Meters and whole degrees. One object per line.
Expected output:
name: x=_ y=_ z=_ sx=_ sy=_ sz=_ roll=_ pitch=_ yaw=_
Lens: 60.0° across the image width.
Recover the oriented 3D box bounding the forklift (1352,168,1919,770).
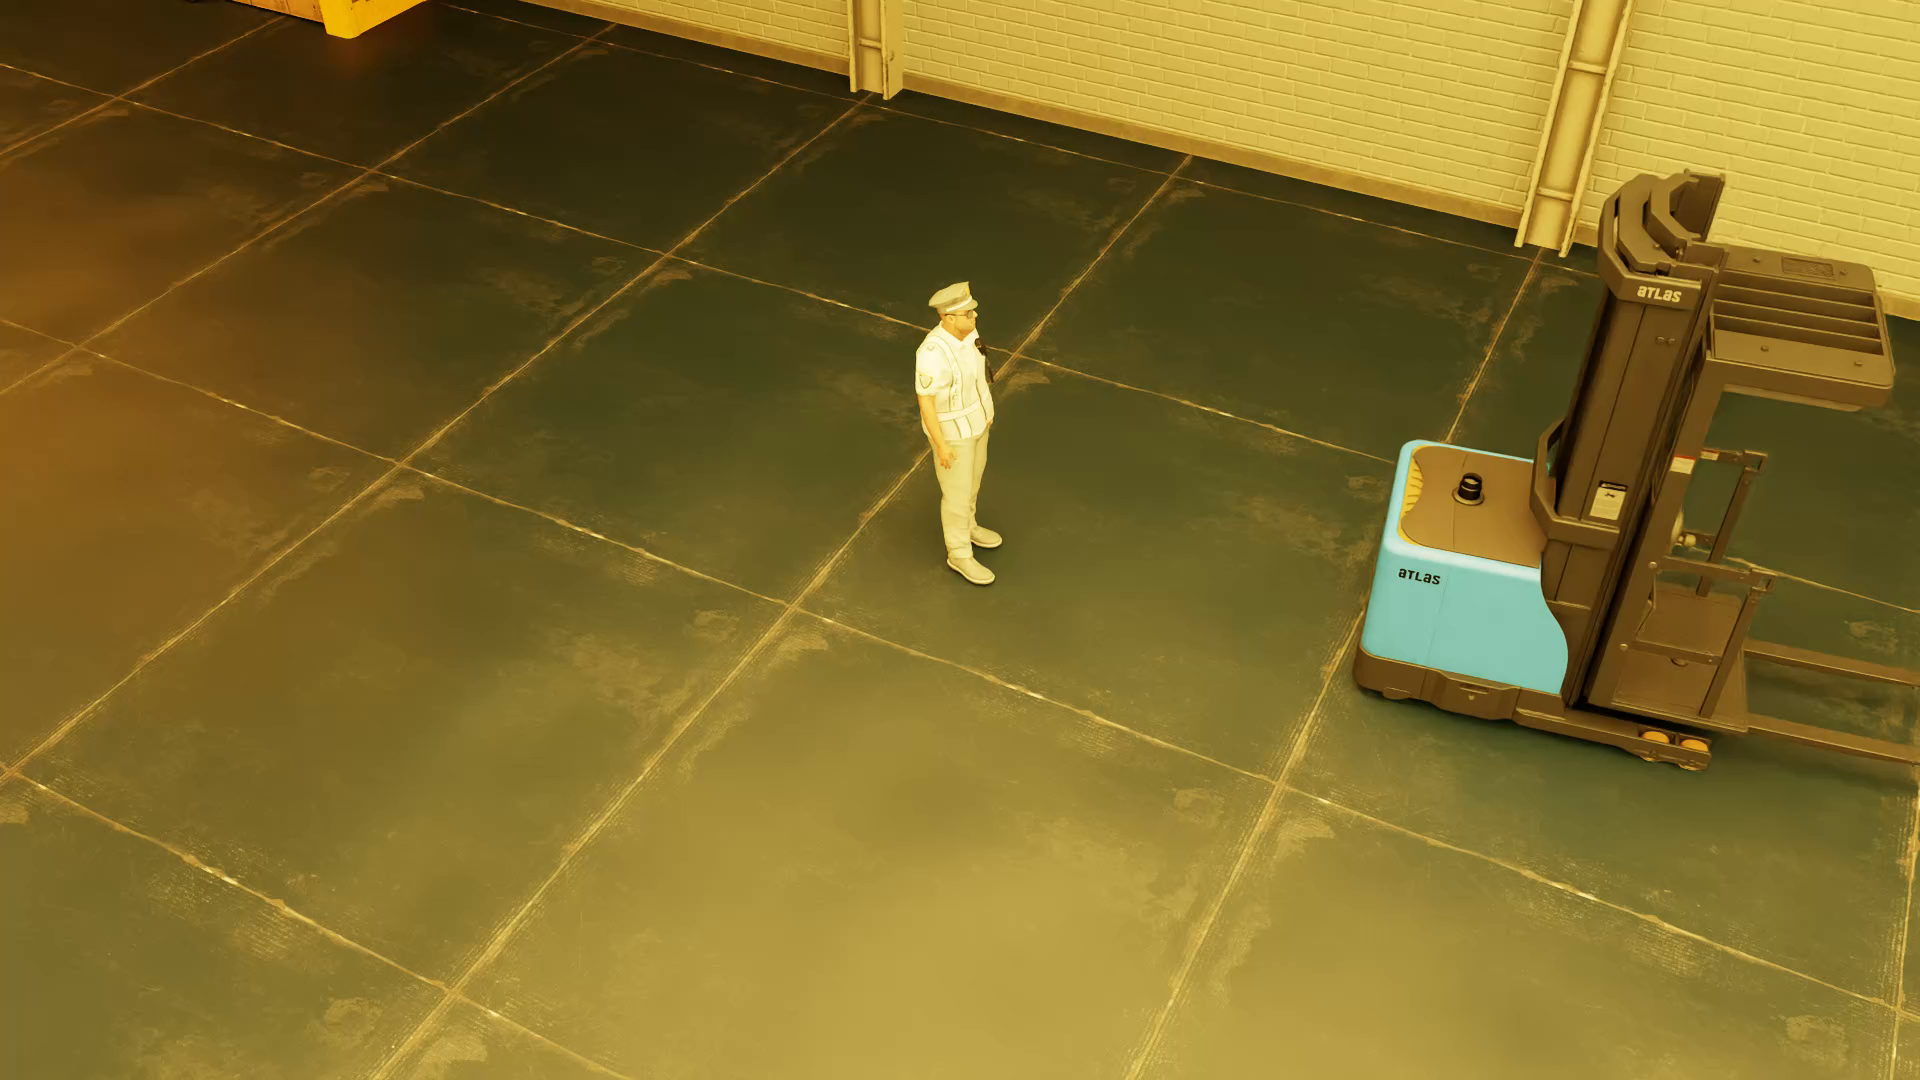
forklift: x=3.759 y=-0.287 z=8.328 sx=3.031 sy=2.935 sz=1.130 roll=12 pitch=42 yaw=14

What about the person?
person: x=0.064 y=-0.657 z=9.647 sx=0.574 sy=1.780 sz=0.640 roll=18 pitch=43 yaw=21
